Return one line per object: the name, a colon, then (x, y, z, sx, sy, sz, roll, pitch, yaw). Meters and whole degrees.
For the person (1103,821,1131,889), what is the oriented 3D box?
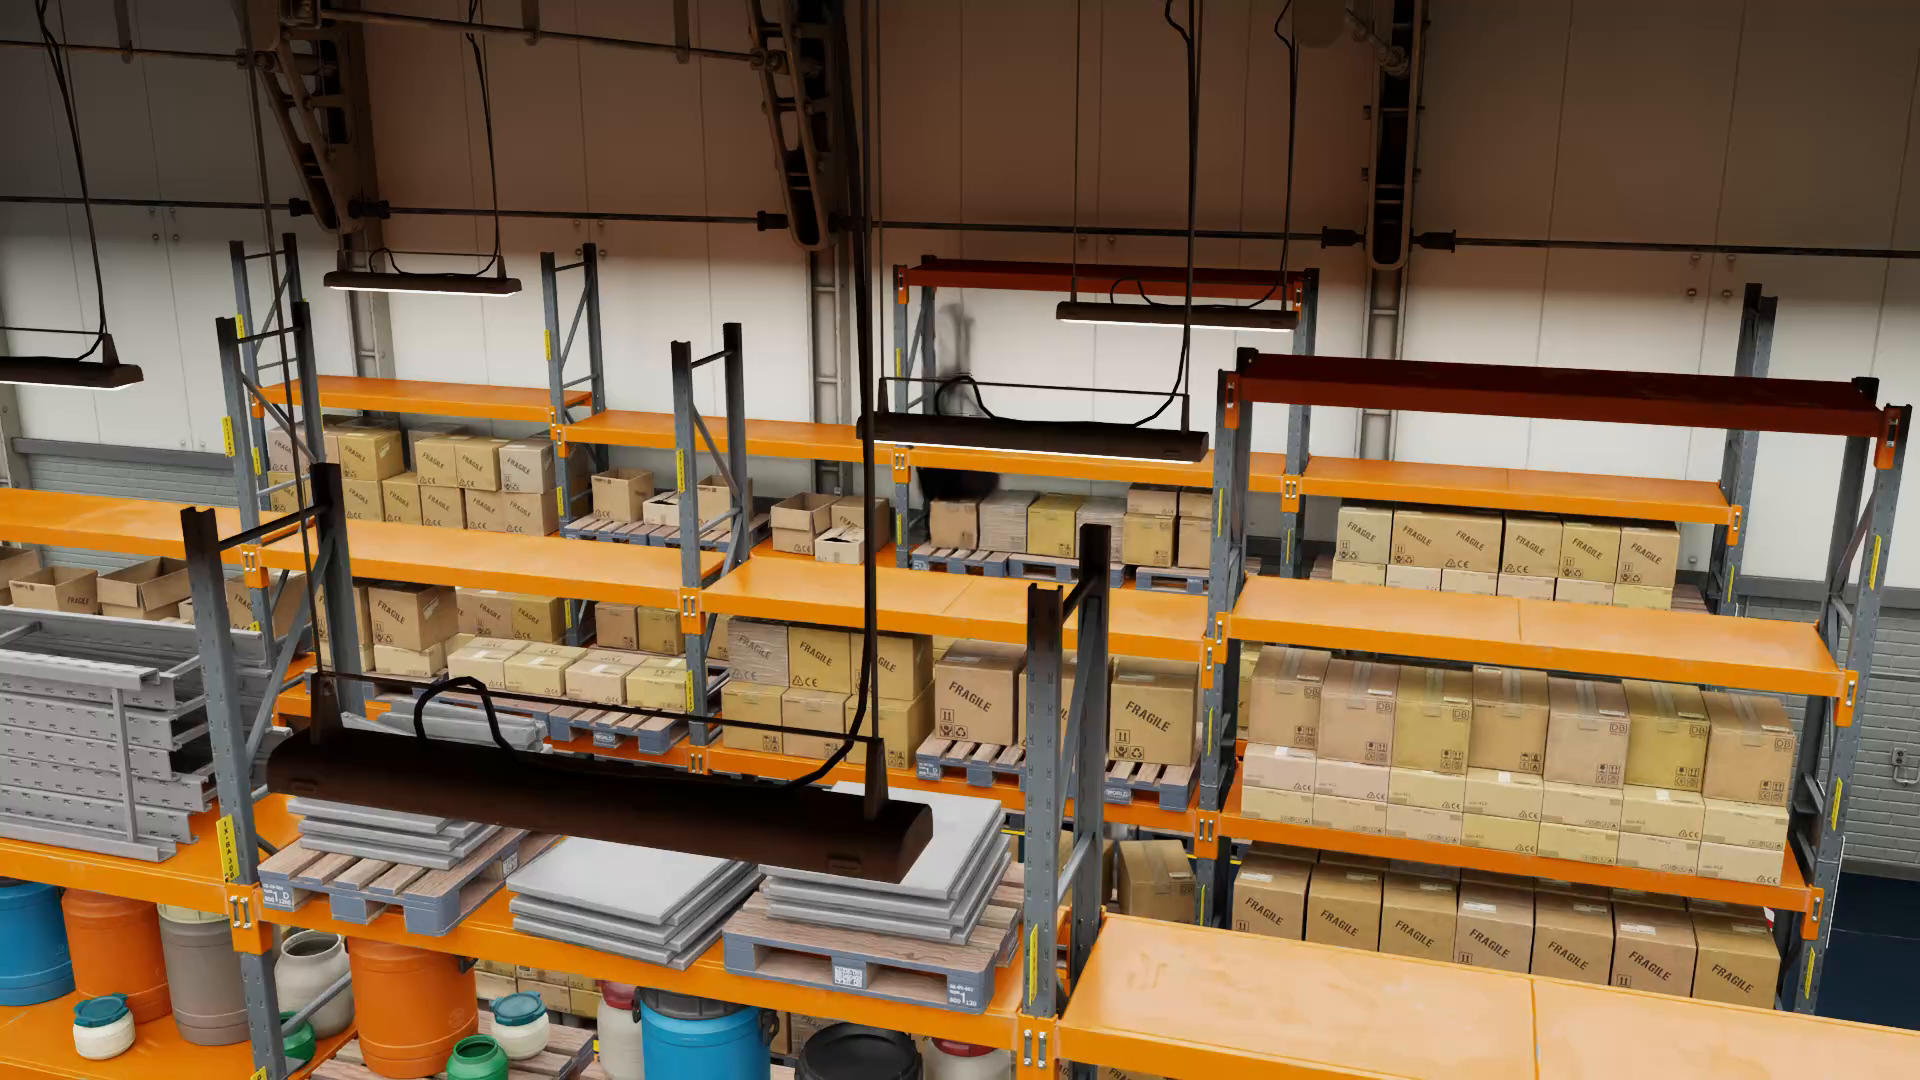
person: (1.483, 2.832, 16.118, 0.704, 1.600, 0.554, 3, 16, 9)
